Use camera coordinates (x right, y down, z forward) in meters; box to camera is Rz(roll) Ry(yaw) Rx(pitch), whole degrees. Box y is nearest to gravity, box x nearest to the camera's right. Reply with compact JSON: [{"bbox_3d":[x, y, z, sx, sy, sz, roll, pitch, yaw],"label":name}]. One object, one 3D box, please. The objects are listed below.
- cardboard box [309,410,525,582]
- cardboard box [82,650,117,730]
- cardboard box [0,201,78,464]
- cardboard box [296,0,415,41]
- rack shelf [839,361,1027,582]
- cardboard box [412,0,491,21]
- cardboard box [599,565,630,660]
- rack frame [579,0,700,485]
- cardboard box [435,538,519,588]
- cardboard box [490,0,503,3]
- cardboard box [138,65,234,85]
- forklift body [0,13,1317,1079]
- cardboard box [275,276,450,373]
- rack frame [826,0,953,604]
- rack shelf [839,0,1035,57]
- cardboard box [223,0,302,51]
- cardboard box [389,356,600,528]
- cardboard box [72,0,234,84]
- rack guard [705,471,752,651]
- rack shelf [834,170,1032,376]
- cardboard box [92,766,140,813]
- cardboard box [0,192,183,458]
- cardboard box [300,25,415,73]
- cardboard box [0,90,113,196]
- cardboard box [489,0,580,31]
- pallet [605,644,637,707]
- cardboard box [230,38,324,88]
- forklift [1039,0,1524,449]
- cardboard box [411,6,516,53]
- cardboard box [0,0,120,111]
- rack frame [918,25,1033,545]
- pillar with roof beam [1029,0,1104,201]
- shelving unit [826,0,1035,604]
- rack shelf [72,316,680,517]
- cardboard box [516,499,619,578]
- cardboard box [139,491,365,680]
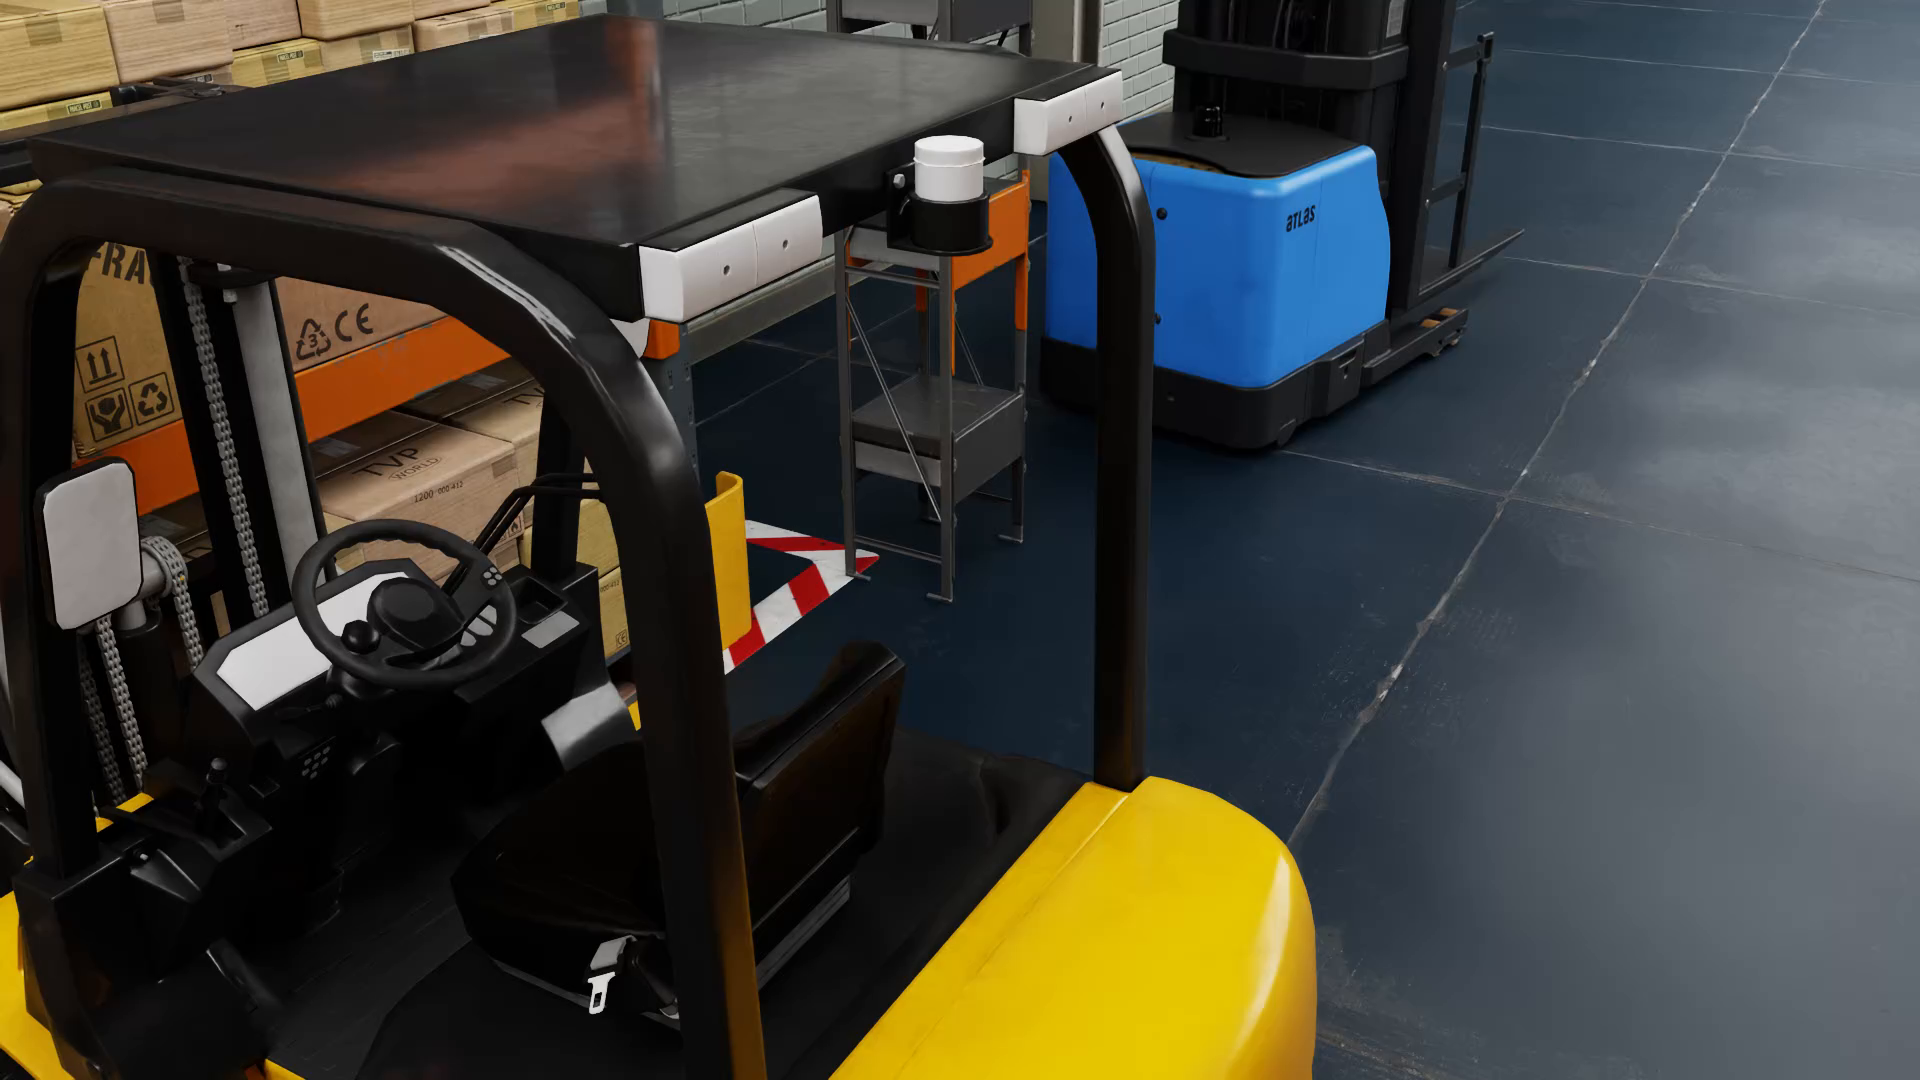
[{"bbox_3d":[-1.434,-0.088,4.061,0.500,0.250,0.500,15,30,27],"label":"cardboard box"},{"bbox_3d":[-1.930,0.307,3.272,0.500,0.250,0.500,14,30,25],"label":"cardboard box"},{"bbox_3d":[-2.000,-0.328,2.943,0.500,0.500,0.500,14,30,26],"label":"cardboard box"},{"bbox_3d":[-1.426,-1.202,3.632,0.380,0.149,0.250,15,30,27],"label":"cardboard box"},{"bbox_3d":[-0.081,-0.236,5.471,0.431,0.518,0.480,14,30,26],"label":"rack shelf"},{"bbox_3d":[-1.320,-1.310,3.847,0.380,0.149,0.250,14,30,26],"label":"cardboard box"},{"bbox_3d":[-1.189,0.163,4.675,0.500,0.250,0.500,14,30,26],"label":"cardboard box"},{"bbox_3d":[-1.233,-1.131,4.659,1.000,3.000,0.127,14,30,26],"label":"rack frame"},{"bbox_3d":[-1.457,0.139,4.166,0.500,0.250,0.500,14,30,26],"label":"cardboard box"},{"bbox_3d":[-1.226,-1.413,4.053,0.380,0.149,0.250,14,30,26],"label":"cardboard box"},{"bbox_3d":[-1.663,-0.867,3.294,0.380,0.149,0.250,13,29,24],"label":"cardboard box"},{"bbox_3d":[-0.578,0.389,2.570,2.313,2.155,1.214,14,30,26],"label":"forklift body"},{"bbox_3d":[-1.510,-0.726,3.738,0.500,0.500,0.500,15,30,28],"label":"cardboard box"},{"bbox_3d":[-0.201,-0.779,4.961,0.400,2.100,0.015,14,30,26],"label":"rack frame"},{"bbox_3d":[-0.081,-1.488,4.844,0.431,0.518,0.480,14,30,26],"label":"rack shelf"},{"bbox_3d":[-1.613,-1.121,3.471,0.380,0.149,0.250,14,30,26],"label":"cardboard box"},{"bbox_3d":[-1.188,-0.288,4.461,0.500,0.250,0.500,15,30,28],"label":"cardboard box"},{"bbox_3d":[-1.644,-0.995,3.219,0.380,0.149,0.250,15,30,27],"label":"cardboard box"},{"bbox_3d":[-1.222,-0.023,5.237,1.175,0.500,0.348,14,30,26],"label":"rack guard"},{"bbox_3d":[-0.081,-0.862,5.157,0.431,0.518,0.480,14,30,26],"label":"rack shelf"},{"bbox_3d":[-1.942,0.539,3.367,0.500,0.250,0.500,14,30,26],"label":"cardboard box"},{"bbox_3d":[-1.762,-0.526,3.339,0.500,0.500,0.500,14,30,25],"label":"cardboard box"},{"bbox_3d":[-1.441,-1.075,3.711,0.380,0.149,0.250,15,30,27],"label":"cardboard box"},{"bbox_3d":[-1.770,-0.764,3.089,0.380,0.149,0.250,14,30,26],"label":"cardboard box"},{"bbox_3d":[-1.160,-1.269,4.098,0.380,0.149,0.250,15,30,27],"label":"cardboard box"},{"bbox_3d":[-1.573,0.423,4.669,1.003,0.211,1.213,14,30,26],"label":"pallet"},{"bbox_3d":[-1.573,-0.981,3.523,0.380,0.149,0.250,14,30,26],"label":"cardboard box"},{"bbox_3d":[1.640,-2.246,6.962,1.130,2.935,3.031,20,33,34],"label":"forklift"},{"bbox_3d":[-1.260,-1.163,3.886,0.380,0.149,0.250,15,30,27],"label":"cardboard box"},{"bbox_3d":[-1.767,-0.893,3.015,0.380,0.149,0.250,15,30,27],"label":"cardboard box"},{"bbox_3d":[0.039,-0.970,5.341,0.400,2.100,0.015,14,30,26],"label":"rack frame"},{"bbox_3d":[4.339,-5.131,5.948,9.100,9.000,0.400,14,30,26],"label":"pillar with roof beam"},{"bbox_3d":[-0.081,-0.875,5.151,0.431,2.100,0.503,14,30,26],"label":"shelving unit"},{"bbox_3d":[-2.217,-0.030,3.263,1.077,0.370,4.000,14,30,26],"label":"rack shelf"},{"bbox_3d":[-1.201,-0.054,4.552,0.500,0.250,0.500,14,30,25],"label":"cardboard box"},{"bbox_3d":[-1.674,0.111,3.663,0.500,0.250,0.500,15,30,27],"label":"cardboard box"}]
